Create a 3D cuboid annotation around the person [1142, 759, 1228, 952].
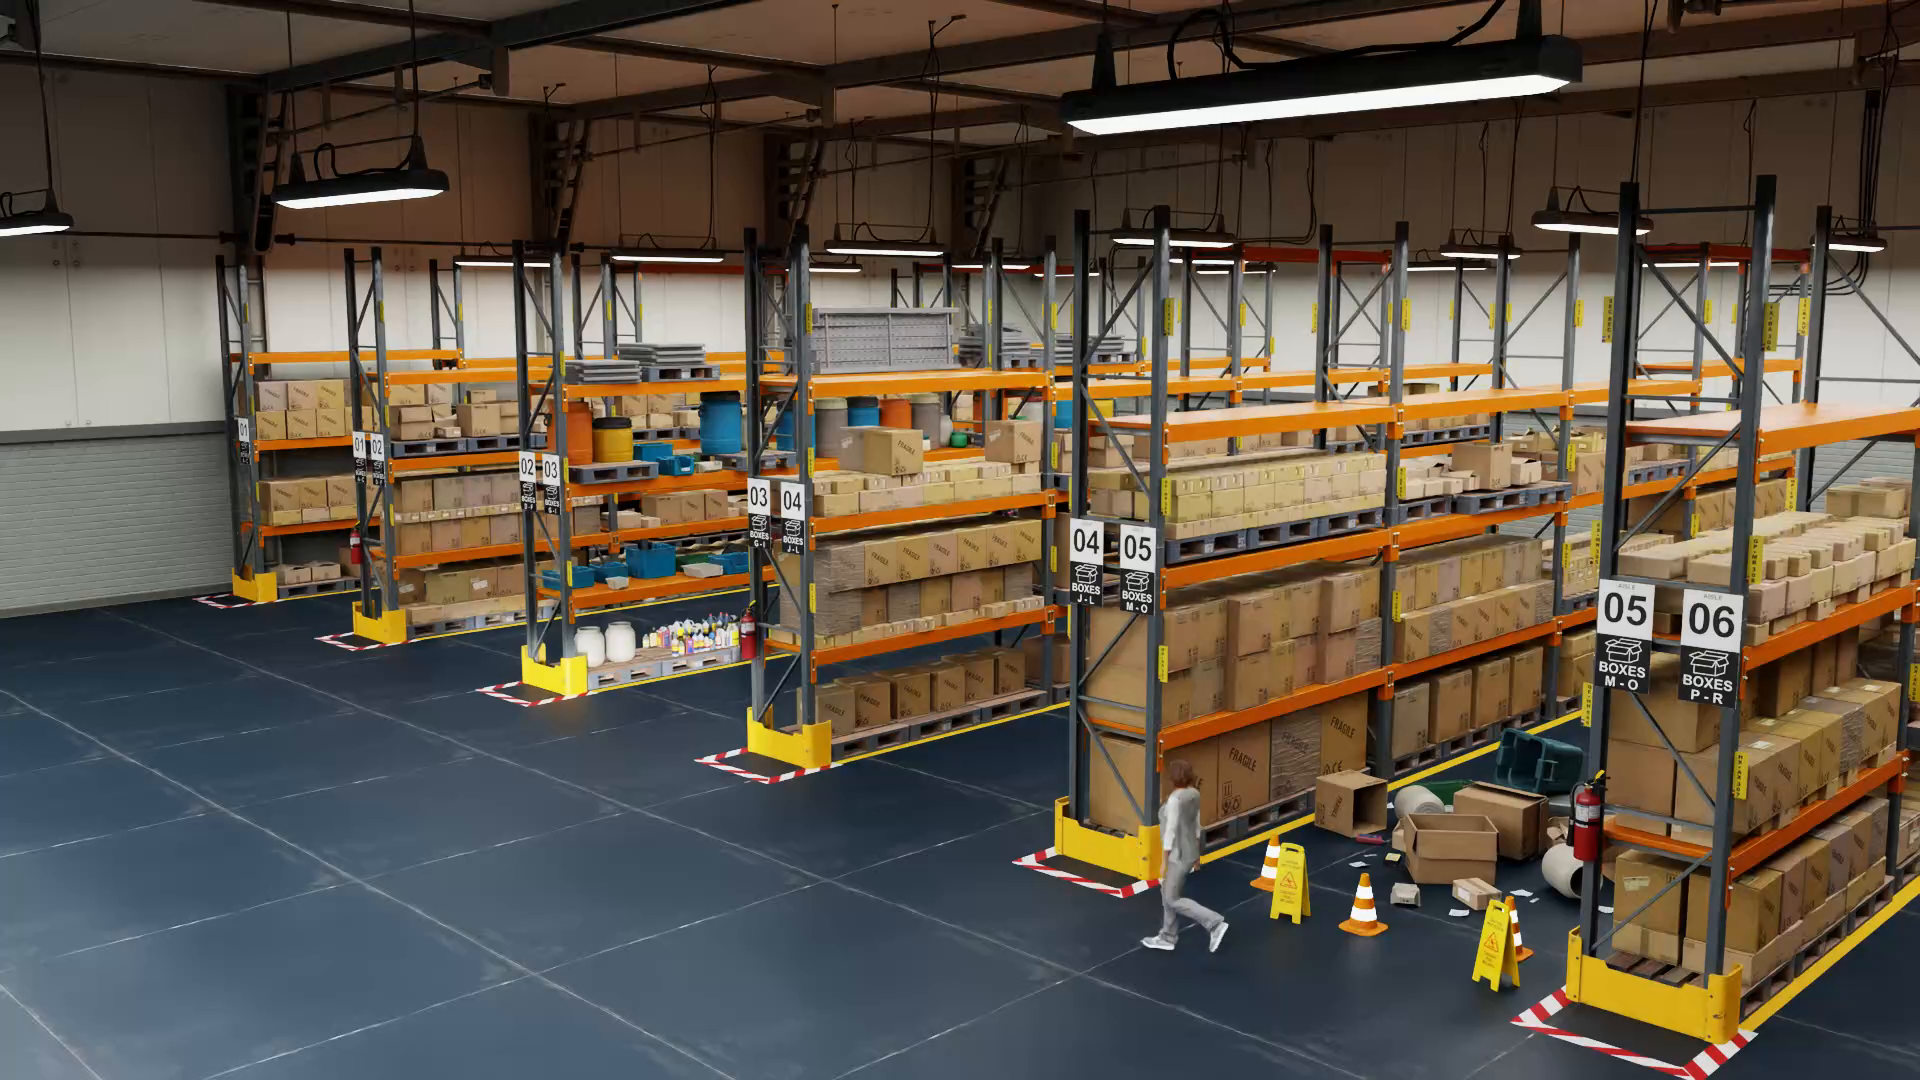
[{"bbox_3d":[1.792,2.525,13.182,0.707,1.590,0.386,2,8,15],"label":"person"}]
